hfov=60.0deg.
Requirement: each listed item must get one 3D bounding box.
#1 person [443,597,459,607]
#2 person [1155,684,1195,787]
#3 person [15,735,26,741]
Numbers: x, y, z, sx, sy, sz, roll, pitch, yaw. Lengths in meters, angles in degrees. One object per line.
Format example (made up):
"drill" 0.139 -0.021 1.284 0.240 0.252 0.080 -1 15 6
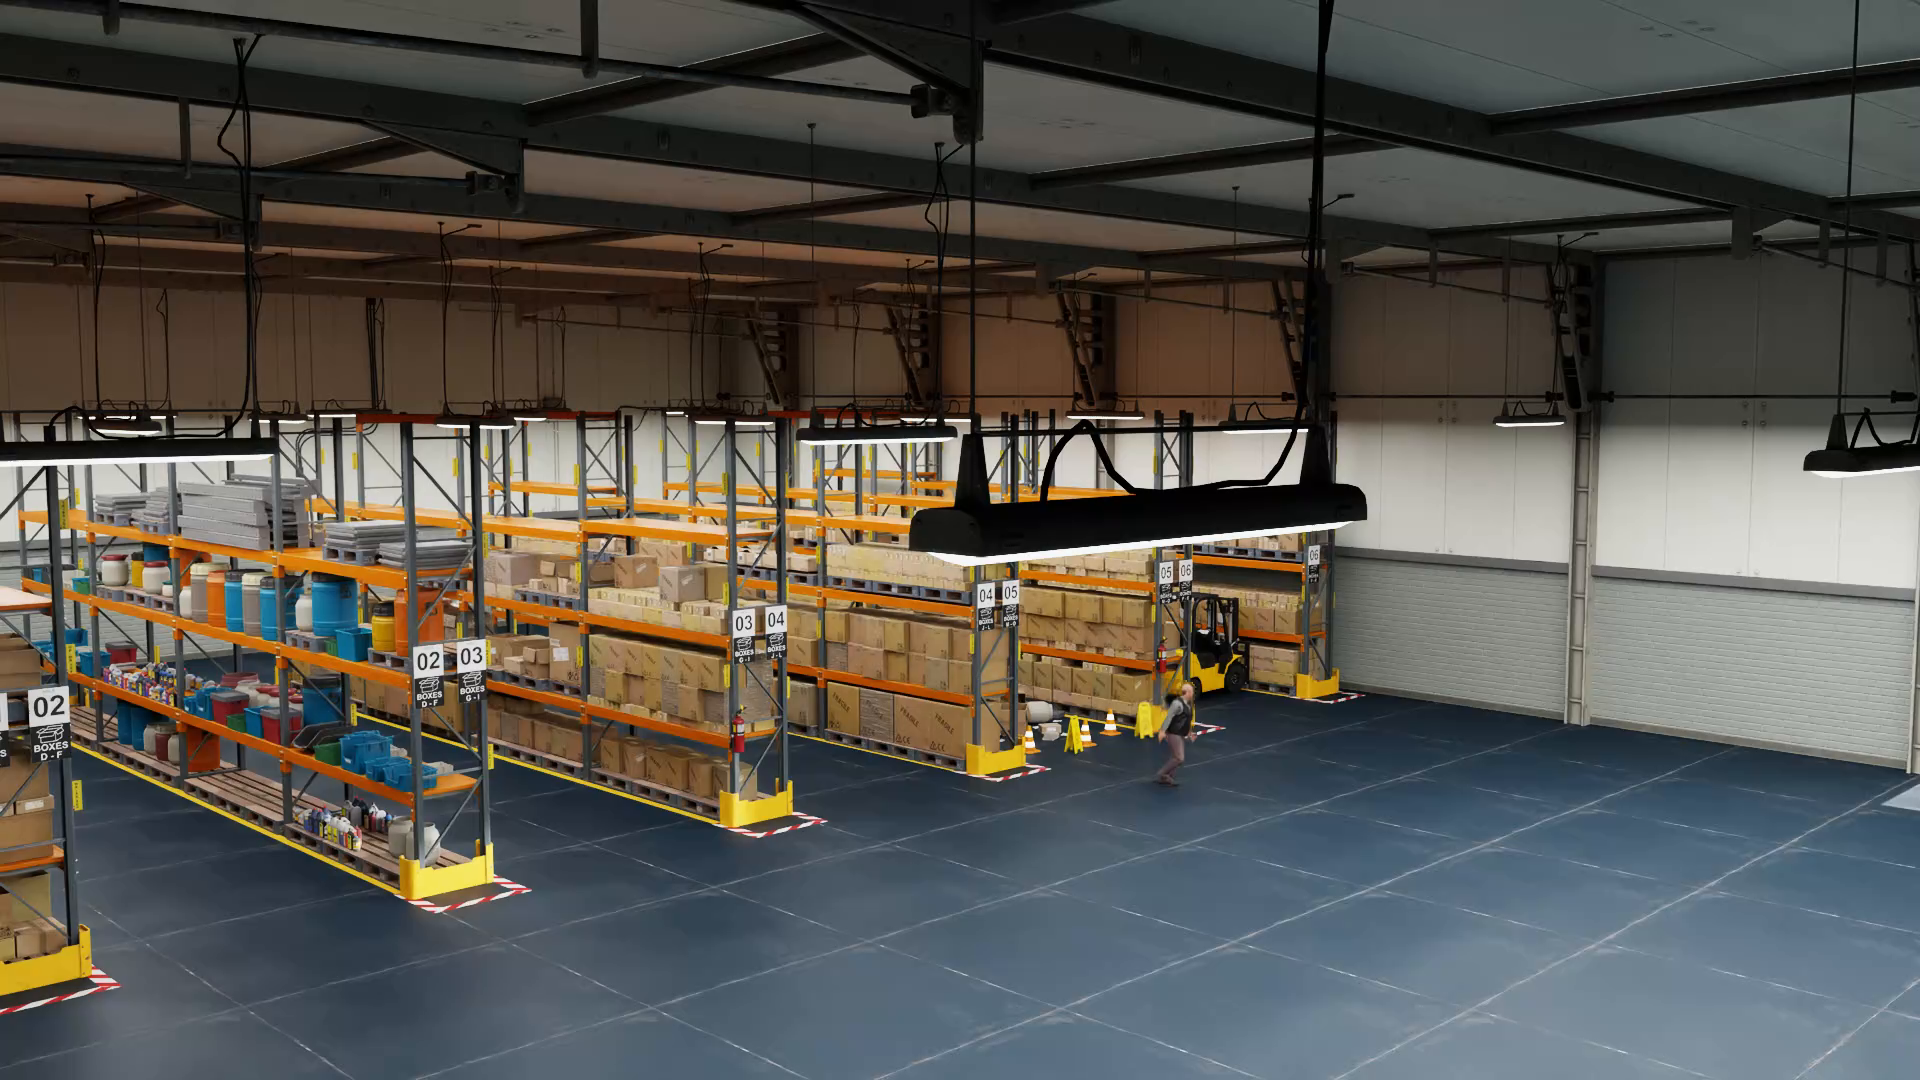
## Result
"person" -12.046 2.096 39.226 0.711 1.669 0.694 -2 5 -17
"person" 3.481 3.164 26.892 0.536 1.688 0.692 3 6 28
"person" -14.459 3.311 25.324 0.779 1.658 0.714 2 6 26
